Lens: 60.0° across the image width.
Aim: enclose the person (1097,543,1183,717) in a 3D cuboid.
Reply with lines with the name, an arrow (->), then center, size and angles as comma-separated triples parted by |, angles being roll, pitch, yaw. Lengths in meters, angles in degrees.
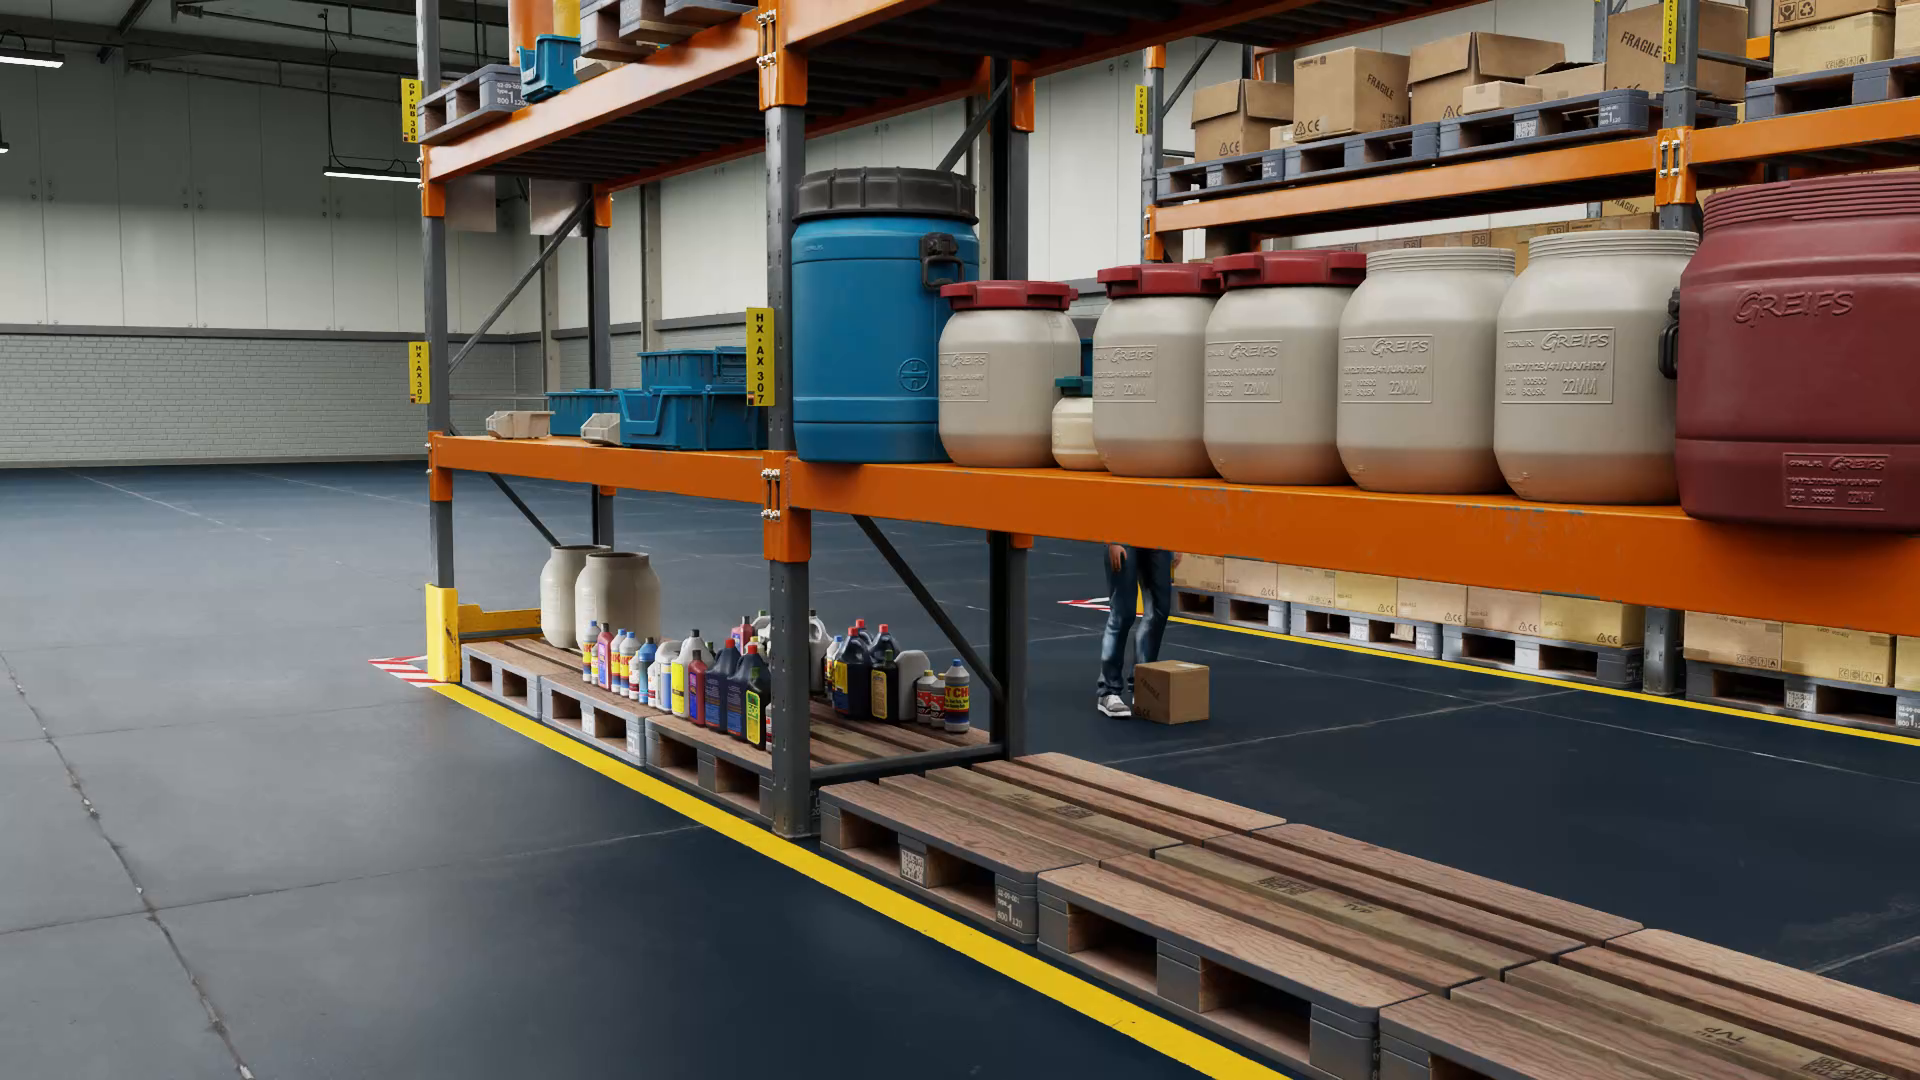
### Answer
person -> 0.859, 0.028, 7.961 | 0.484, 1.594, 0.340 | -4, 6, -36
